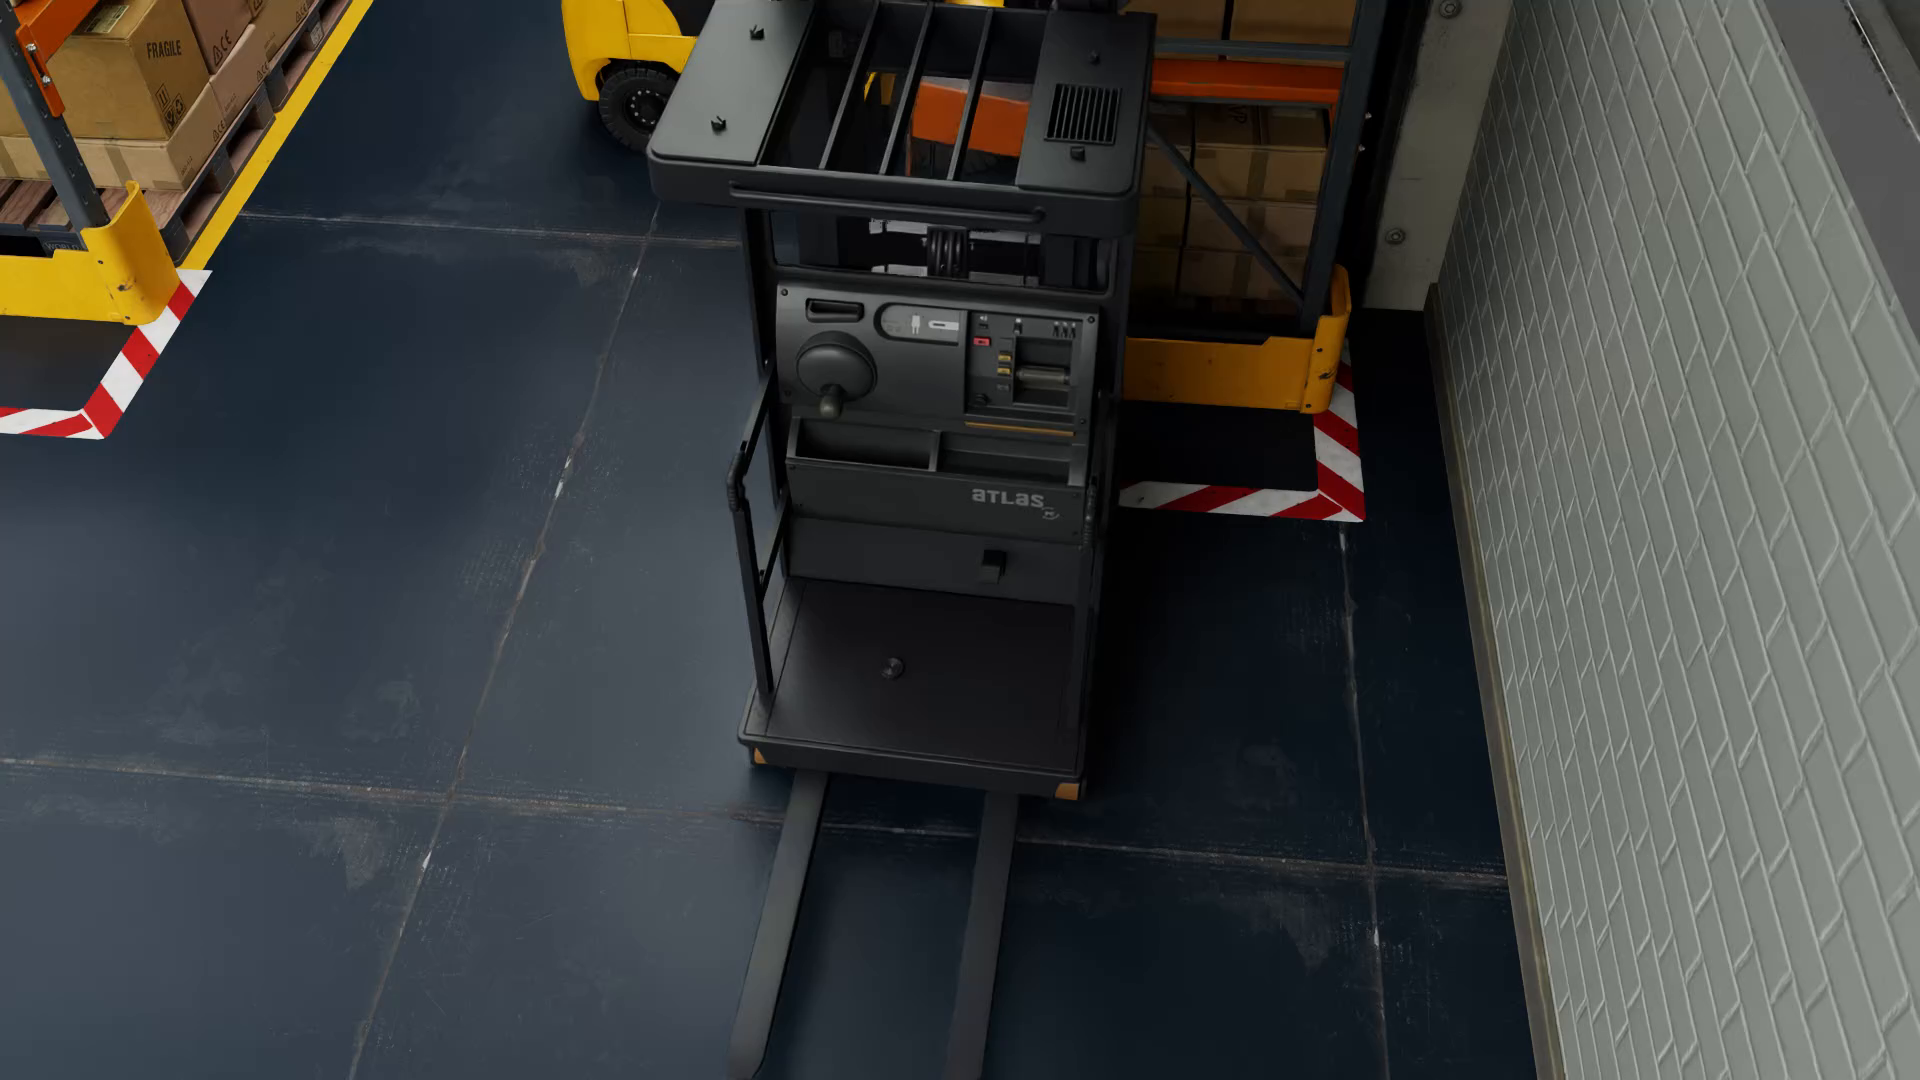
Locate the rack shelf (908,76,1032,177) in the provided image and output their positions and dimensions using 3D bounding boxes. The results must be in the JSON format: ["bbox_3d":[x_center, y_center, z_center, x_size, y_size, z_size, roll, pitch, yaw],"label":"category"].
[{"bbox_3d":[0.097,-1.583,6.266,0.480,0.518,0.431,13,47,8],"label":"rack shelf"}]

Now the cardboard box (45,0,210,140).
[{"bbox_3d":[-3.661,-2.091,7.201,0.500,0.500,0.500,2,48,2],"label":"cardboard box"}]

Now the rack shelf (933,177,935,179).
[{"bbox_3d":[0.055,-1.101,6.771,0.480,0.518,0.431,13,47,8],"label":"rack shelf"}]

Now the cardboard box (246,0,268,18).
[{"bbox_3d":[-3.564,-2.844,7.889,0.500,0.500,0.500,5,48,4],"label":"cardboard box"}]

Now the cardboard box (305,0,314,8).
[{"bbox_3d":[-3.523,-2.968,8.511,0.500,0.250,0.500,5,48,4],"label":"cardboard box"}]

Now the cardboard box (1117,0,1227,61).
[{"bbox_3d":[0.715,-2.115,6.084,0.500,0.500,0.500,3,48,3],"label":"cardboard box"}]

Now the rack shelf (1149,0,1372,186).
[{"bbox_3d":[1.114,-2.929,7.383,1.077,0.370,4.000,4,48,4],"label":"rack shelf"}]

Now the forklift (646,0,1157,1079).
[{"bbox_3d":[-0.098,-0.421,4.649,1.130,2.935,3.031,6,48,5],"label":"forklift"}]

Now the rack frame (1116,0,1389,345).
[{"bbox_3d":[0.932,-1.702,5.774,1.000,3.000,0.127,4,48,4],"label":"rack frame"}]

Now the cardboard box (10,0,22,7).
[{"bbox_3d":[-3.774,-2.184,6.385,0.380,0.149,0.250,4,48,4],"label":"cardboard box"}]

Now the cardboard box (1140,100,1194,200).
[{"bbox_3d":[0.663,-1.612,6.593,0.500,0.250,0.500,5,48,5],"label":"cardboard box"}]

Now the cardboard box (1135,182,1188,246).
[{"bbox_3d":[0.665,-1.463,6.795,0.500,0.250,0.500,3,48,3],"label":"cardboard box"}]

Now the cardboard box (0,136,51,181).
[{"bbox_3d":[-4.204,-1.876,7.512,0.500,0.250,0.500,4,48,3],"label":"cardboard box"}]

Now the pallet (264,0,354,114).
[{"bbox_3d":[-3.782,-2.636,8.518,1.003,0.211,1.213,4,48,4],"label":"pallet"}]

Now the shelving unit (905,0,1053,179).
[{"bbox_3d":[0.098,-1.593,6.256,0.503,2.100,0.431,13,47,8],"label":"shelving unit"}]

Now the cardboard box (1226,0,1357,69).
[{"bbox_3d":[1.254,-2.081,6.053,0.500,0.500,0.500,5,48,5],"label":"cardboard box"}]

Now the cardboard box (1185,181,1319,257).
[{"bbox_3d":[1.182,-1.416,6.752,0.500,0.250,0.500,5,48,4],"label":"cardboard box"}]

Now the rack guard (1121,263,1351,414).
[{"bbox_3d":[0.930,-0.841,6.680,1.175,0.500,0.348,4,48,4],"label":"rack guard"}]

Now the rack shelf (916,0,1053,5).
[{"bbox_3d":[0.139,-2.066,5.761,0.480,0.518,0.431,13,47,8],"label":"rack shelf"}]

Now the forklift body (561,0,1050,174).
[{"bbox_3d":[-0.712,-2.932,7.474,2.313,2.155,1.214,4,48,4],"label":"forklift body"}]

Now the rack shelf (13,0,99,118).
[{"bbox_3d":[-3.829,-3.260,7.686,1.077,0.370,4.000,4,48,4],"label":"rack shelf"}]

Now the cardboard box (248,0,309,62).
[{"bbox_3d":[-3.571,-2.597,8.172,0.500,0.250,0.500,7,48,6],"label":"cardboard box"}]

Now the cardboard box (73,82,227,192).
[{"bbox_3d":[-3.663,-1.821,7.461,0.500,0.250,0.500,4,48,3],"label":"cardboard box"}]

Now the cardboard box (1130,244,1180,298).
[{"bbox_3d":[0.660,-1.282,6.969,0.500,0.250,0.500,4,48,4],"label":"cardboard box"}]

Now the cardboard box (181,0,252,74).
[{"bbox_3d":[-3.618,-2.476,7.552,0.500,0.500,0.500,2,48,2],"label":"cardboard box"}]

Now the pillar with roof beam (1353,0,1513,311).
[{"bbox_3d":[-2.394,-4.467,4.237,9.100,9.000,0.400,4,48,4],"label":"pillar with roof beam"}]

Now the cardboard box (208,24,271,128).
[{"bbox_3d":[-3.608,-2.195,7.804,0.500,0.250,0.500,5,48,5],"label":"cardboard box"}]

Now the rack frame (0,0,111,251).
[{"bbox_3d":[-4.011,-2.033,6.077,1.000,3.000,0.127,4,48,4],"label":"rack frame"}]

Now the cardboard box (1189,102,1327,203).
[{"bbox_3d":[1.164,-1.594,6.576,0.500,0.250,0.500,3,48,3],"label":"cardboard box"}]

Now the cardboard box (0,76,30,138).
[{"bbox_3d":[-4.198,-2.106,7.214,0.500,0.500,0.500,4,48,4],"label":"cardboard box"}]

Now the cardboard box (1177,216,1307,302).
[{"bbox_3d":[1.171,-1.263,6.952,0.500,0.250,0.500,4,48,4],"label":"cardboard box"}]

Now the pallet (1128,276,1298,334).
[{"bbox_3d":[0.960,-1.326,7.319,1.003,0.211,1.213,4,48,4],"label":"pallet"}]

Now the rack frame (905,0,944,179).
[{"bbox_3d":[-0.138,-1.647,6.289,0.015,2.100,0.400,13,47,8],"label":"rack frame"}]

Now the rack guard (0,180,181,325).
[{"bbox_3d":[-4.005,-1.245,7.050,1.175,0.500,0.348,4,48,4],"label":"rack guard"}]

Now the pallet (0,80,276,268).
[{"bbox_3d":[-3.895,-1.742,7.700,1.003,0.211,1.213,4,48,4],"label":"pallet"}]
